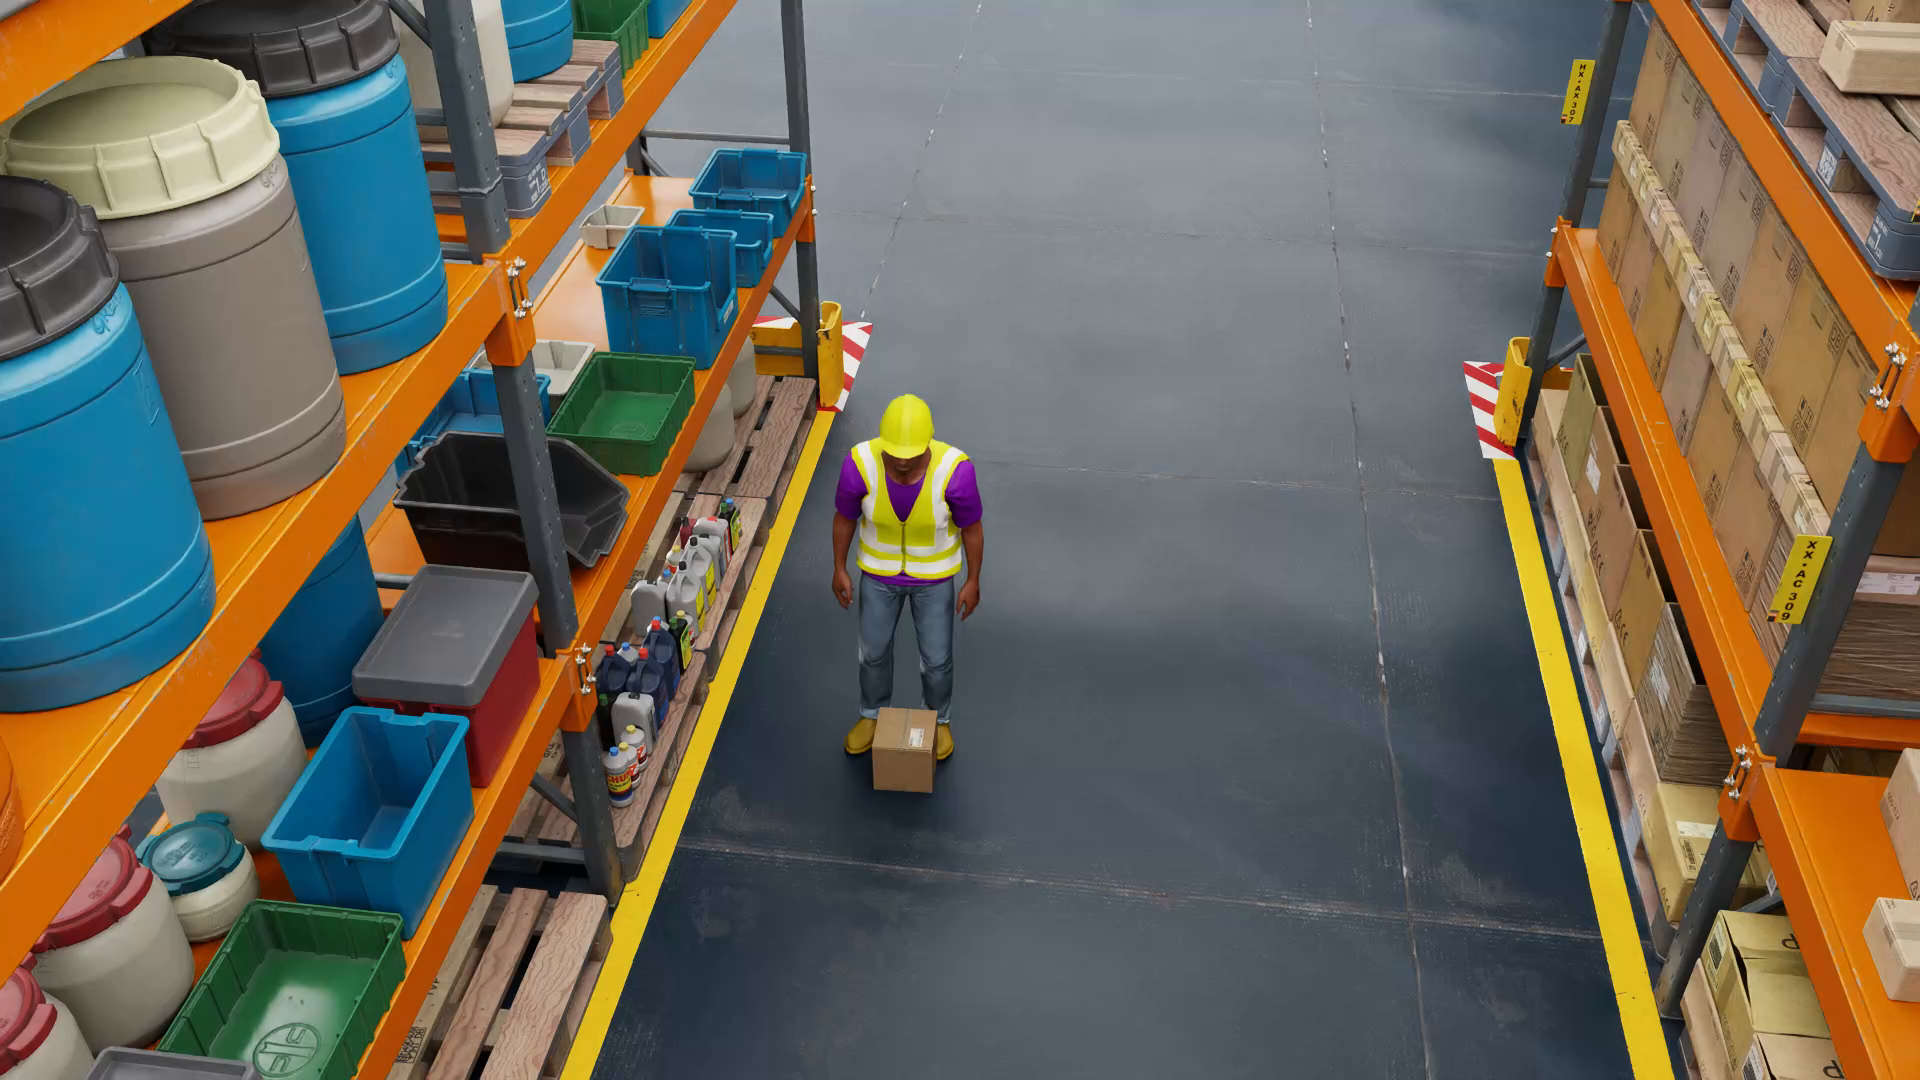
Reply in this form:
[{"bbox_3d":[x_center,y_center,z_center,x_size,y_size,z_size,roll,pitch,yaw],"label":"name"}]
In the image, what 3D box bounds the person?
[{"bbox_3d":[-0.219,0.148,6.821,0.625,1.760,0.459,4,36,6],"label":"person"}]
